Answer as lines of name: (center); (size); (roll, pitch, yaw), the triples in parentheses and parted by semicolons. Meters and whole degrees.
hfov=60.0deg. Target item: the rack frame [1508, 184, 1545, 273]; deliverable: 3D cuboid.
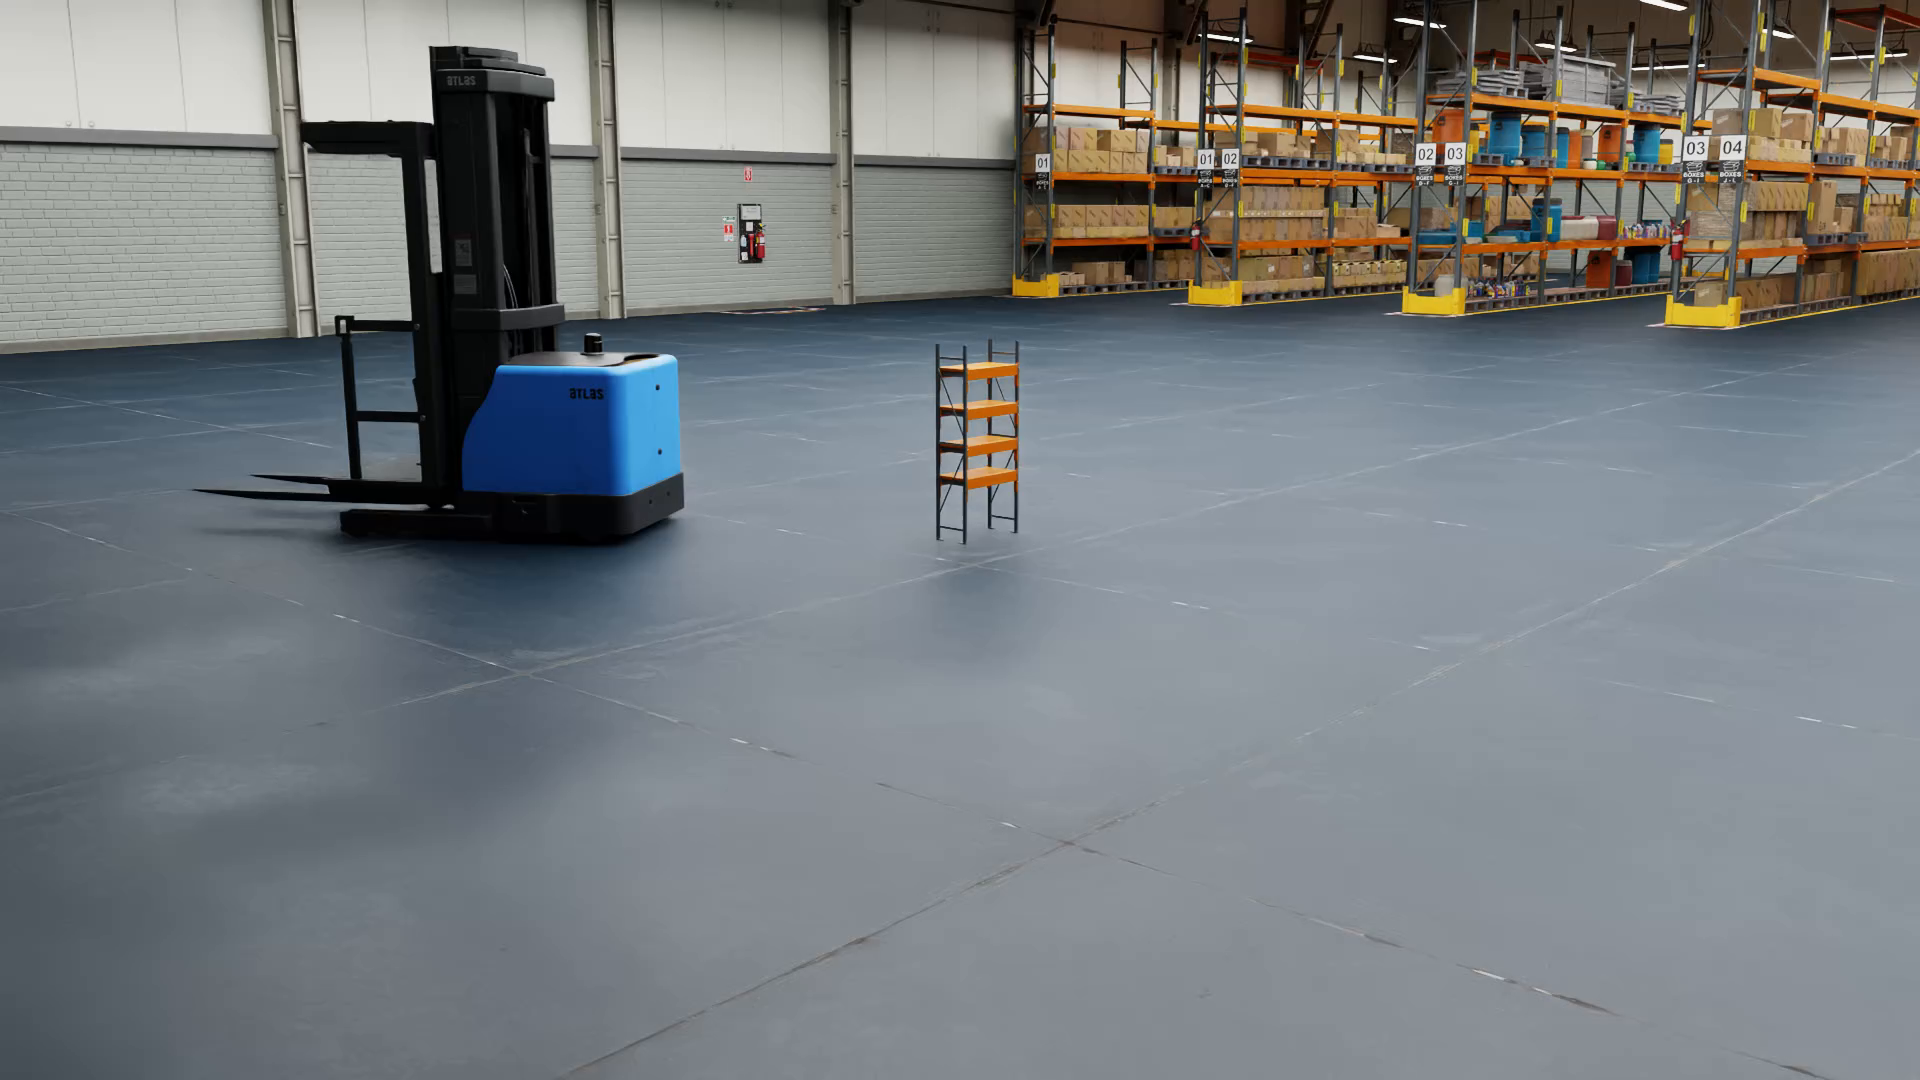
rack frame: (15.982, -8.837, 46.798); (1.000, 3.000, 0.127); (10, 15, 40)

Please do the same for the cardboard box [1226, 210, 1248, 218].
cardboard box: (5.841, -6.880, 35.089); (0.380, 0.149, 0.250); (10, 15, 40)

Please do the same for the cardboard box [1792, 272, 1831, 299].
cardboard box: (16.987, -5.100, 33.346); (0.500, 0.500, 0.700); (-11, 15, -43)

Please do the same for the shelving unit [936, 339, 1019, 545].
shelving unit: (0.109, -0.613, 10.216); (0.258, 1.200, 0.503); (10, 15, 40)

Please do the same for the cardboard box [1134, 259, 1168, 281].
cardboard box: (4.810, -6.812, 41.917); (0.700, 0.500, 0.500); (10, 15, 42)

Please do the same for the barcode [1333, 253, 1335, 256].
barcode: (8.542, -6.516, 37.985); (0.001, 0.075, 0.075); (10, 15, 40)

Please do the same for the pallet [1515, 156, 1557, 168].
pallet: (11.376, -7.690, 33.880); (1.213, 0.211, 1.003); (10, 15, 40)

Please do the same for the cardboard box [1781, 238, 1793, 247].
cardboard box: (15.115, -5.482, 30.640); (0.380, 0.149, 0.250); (10, 15, 40)

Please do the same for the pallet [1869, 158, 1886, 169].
pallet: (18.525, -7.859, 34.723); (1.213, 0.211, 1.003); (11, 16, 43)

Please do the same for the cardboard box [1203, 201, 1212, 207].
cardboard box: (6.571, -8.779, 43.473); (0.380, 0.149, 0.250); (7, 13, 31)

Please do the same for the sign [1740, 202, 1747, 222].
sign: (13.267, -5.556, 28.161); (0.100, 0.325, 0.005); (10, 15, 40)

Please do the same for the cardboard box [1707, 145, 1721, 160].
cardboard box: (12.986, -6.703, 28.838); (0.500, 0.250, 0.500); (10, 15, 42)

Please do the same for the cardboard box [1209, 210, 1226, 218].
cardboard box: (5.529, -6.931, 35.344); (0.380, 0.149, 0.250); (9, 15, 39)

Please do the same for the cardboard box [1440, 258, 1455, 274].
cardboard box: (12.567, -6.984, 42.777); (0.500, 0.500, 0.500); (10, 15, 41)

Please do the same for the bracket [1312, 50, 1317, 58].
bracket: (9.971, -13.826, 47.267); (0.235, 0.232, 0.430); (10, 15, 40)

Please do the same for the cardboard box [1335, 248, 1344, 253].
cardboard box: (10.896, -8.387, 48.199); (0.380, 0.149, 0.250); (9, 15, 39)

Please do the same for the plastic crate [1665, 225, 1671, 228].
plastic crate: (18.223, -7.912, 42.440); (0.416, 0.233, 0.300); (10, 15, 40)

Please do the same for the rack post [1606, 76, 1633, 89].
rack post: (14.860, -10.341, 37.695); (0.624, 0.289, 0.986); (10, 15, 40)

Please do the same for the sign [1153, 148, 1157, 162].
sign: (4.750, -9.367, 40.473); (0.100, 0.325, 0.005); (10, 15, 40)

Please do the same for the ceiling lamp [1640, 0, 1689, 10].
ceiling lamp: (13.793, -11.853, 31.680); (0.800, 3.185, 2.000); (10, 15, 40)

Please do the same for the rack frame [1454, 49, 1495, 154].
rack frame: (13.341, -11.191, 43.264); (1.000, 3.000, 0.127); (10, 15, 40)

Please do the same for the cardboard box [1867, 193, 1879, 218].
cardboard box: (19.067, -7.121, 35.388); (0.797, 0.503, 0.637); (10, 15, 42)

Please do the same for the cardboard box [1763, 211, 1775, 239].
cardboard box: (14.184, -5.703, 30.093); (0.875, 0.500, 0.500); (10, 15, 40)

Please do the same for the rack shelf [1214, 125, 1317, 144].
rack shelf: (8.298, -10.987, 45.105); (1.077, 0.370, 4.000); (10, 15, 40)

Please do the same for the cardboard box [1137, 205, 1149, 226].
cardboard box: (4.257, -7.906, 40.554); (0.500, 0.500, 0.500); (10, 15, 40)

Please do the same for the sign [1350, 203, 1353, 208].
sign: (11.845, -10.013, 50.273); (0.100, 0.325, 0.005); (10, 15, 40)

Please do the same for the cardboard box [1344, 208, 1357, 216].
cardboard box: (10.947, -9.328, 48.492); (0.980, 0.700, 0.700); (9, 14, 38)

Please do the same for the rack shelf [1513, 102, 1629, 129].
rack shelf: (13.099, -9.118, 35.745); (1.077, 0.370, 4.000); (10, 15, 40)

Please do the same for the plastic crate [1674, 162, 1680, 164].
plastic crate: (18.485, -9.448, 42.354); (0.504, 0.338, 0.767); (10, 15, 40)

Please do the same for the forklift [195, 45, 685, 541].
forklift: (-3.374, -1.549, 10.482); (3.031, 2.935, 1.130); (2, 12, 11)

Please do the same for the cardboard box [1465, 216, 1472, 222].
cardboard box: (13.479, -8.404, 44.376); (0.500, 0.500, 0.500); (10, 15, 41)

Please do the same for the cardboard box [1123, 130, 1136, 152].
cardboard box: (3.854, -9.541, 39.802); (0.500, 0.500, 0.500); (11, 16, 43)

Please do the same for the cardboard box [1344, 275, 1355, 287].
cardboard box: (8.851, -6.032, 38.699); (0.500, 0.250, 0.500); (10, 15, 42)

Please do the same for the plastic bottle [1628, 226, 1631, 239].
plastic bottle: (15.376, -7.066, 38.227); (0.061, 0.283, 0.133); (10, 15, 40)

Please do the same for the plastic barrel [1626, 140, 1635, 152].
plastic barrel: (15.476, -9.043, 38.751); (0.433, 0.535, 0.433); (0, 11, 0)

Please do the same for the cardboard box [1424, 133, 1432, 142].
cardboard box: (11.330, -9.809, 41.197); (0.500, 0.500, 0.500); (10, 15, 40)

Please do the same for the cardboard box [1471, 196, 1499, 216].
cardboard box: (13.864, -8.821, 43.909); (0.500, 0.500, 0.500); (10, 15, 42)

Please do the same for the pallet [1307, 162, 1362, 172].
pallet: (8.633, -8.580, 38.342); (0.805, 0.209, 1.217); (9, 14, 38)

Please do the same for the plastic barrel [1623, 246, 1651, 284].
plastic barrel: (16.220, -6.603, 39.896); (0.600, 0.901, 0.708); (10, 15, 40)

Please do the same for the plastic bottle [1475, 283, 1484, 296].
plastic bottle: (10.657, -5.140, 34.118); (0.152, 0.276, 0.135); (10, 15, 40)

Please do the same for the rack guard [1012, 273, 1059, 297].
rack guard: (1.747, -5.909, 38.517); (1.175, 0.500, 0.348); (10, 15, 40)

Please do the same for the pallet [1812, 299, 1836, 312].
pallet: (16.817, -4.718, 33.294); (1.003, 0.211, 1.213); (10, 15, 40)

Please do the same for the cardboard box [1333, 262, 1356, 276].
cardboard box: (8.855, -6.306, 38.641); (0.500, 0.311, 0.500); (10, 15, 40)

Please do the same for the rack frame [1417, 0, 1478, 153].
rack frame: (9.138, -8.784, 31.216); (1.000, 3.000, 0.127); (10, 15, 40)

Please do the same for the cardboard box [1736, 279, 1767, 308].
cardboard box: (14.482, -4.530, 30.544); (0.500, 0.500, 0.500); (8, 14, 35)

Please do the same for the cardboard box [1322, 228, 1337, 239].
cardboard box: (8.353, -7.076, 38.365); (0.500, 0.250, 0.500); (11, 16, 44)

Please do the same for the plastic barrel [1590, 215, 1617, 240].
plastic barrel: (14.341, -6.979, 37.145); (0.600, 0.536, 0.708); (10, 15, 40)

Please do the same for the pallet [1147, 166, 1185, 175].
pallet: (4.825, -9.168, 41.273); (1.213, 0.211, 1.003); (10, 15, 40)

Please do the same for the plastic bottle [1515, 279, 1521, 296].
plastic bottle: (11.444, -5.187, 34.164); (0.144, 0.351, 0.185); (9, 14, 38)

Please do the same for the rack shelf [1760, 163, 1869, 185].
rack shelf: (16.820, -7.203, 32.793); (1.077, 0.370, 4.000); (10, 15, 40)

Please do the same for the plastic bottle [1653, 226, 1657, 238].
plastic bottle: (16.468, -7.319, 39.515); (0.152, 0.276, 0.135); (10, 15, 40)

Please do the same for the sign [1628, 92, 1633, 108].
sign: (14.837, -9.733, 36.789); (0.100, 0.325, 0.005); (10, 15, 40)

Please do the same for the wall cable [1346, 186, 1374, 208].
wall cable: (12.393, -10.286, 51.458); (0.084, 1.984, 1.851); (10, 15, 40)

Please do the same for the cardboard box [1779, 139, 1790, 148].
cardboard box: (14.636, -7.104, 29.825); (0.380, 0.149, 0.250); (11, 16, 43)
